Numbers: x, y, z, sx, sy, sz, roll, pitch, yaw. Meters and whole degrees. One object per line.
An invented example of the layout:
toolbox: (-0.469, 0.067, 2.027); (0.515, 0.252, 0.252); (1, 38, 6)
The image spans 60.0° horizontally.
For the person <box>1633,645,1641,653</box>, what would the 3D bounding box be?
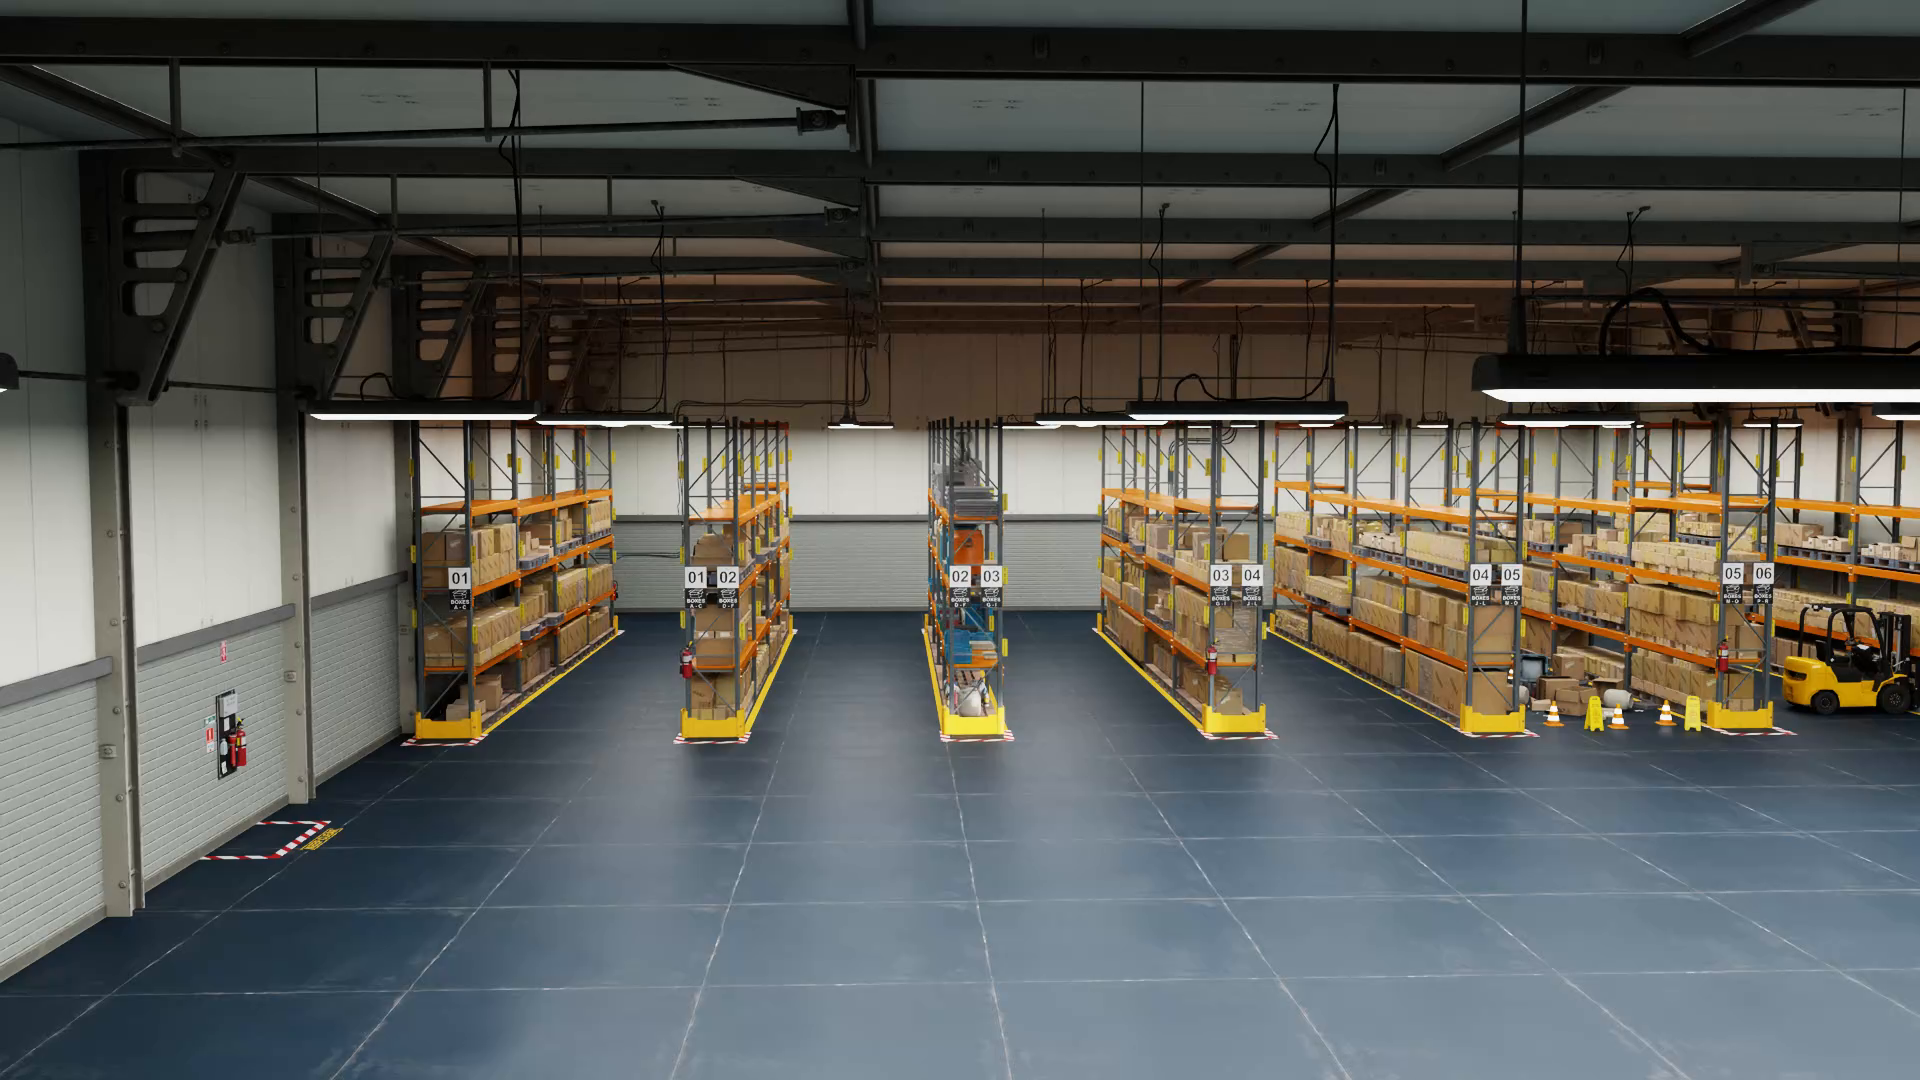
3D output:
person: (16.549, 2.300, 40.595); (0.573, 1.567, 0.476); (-1, 4, -13)

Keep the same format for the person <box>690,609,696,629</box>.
person: (-6.486, 2.145, 41.691); (0.559, 1.688, 0.904); (-1, 4, -11)

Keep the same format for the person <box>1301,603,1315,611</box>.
person: (10.536, 1.586, 50.105); (0.630, 1.751, 0.644); (-2, 4, -29)

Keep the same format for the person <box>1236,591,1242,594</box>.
person: (7.729, 1.844, 47.187); (0.623, 1.638, 0.700); (1, 4, 22)
